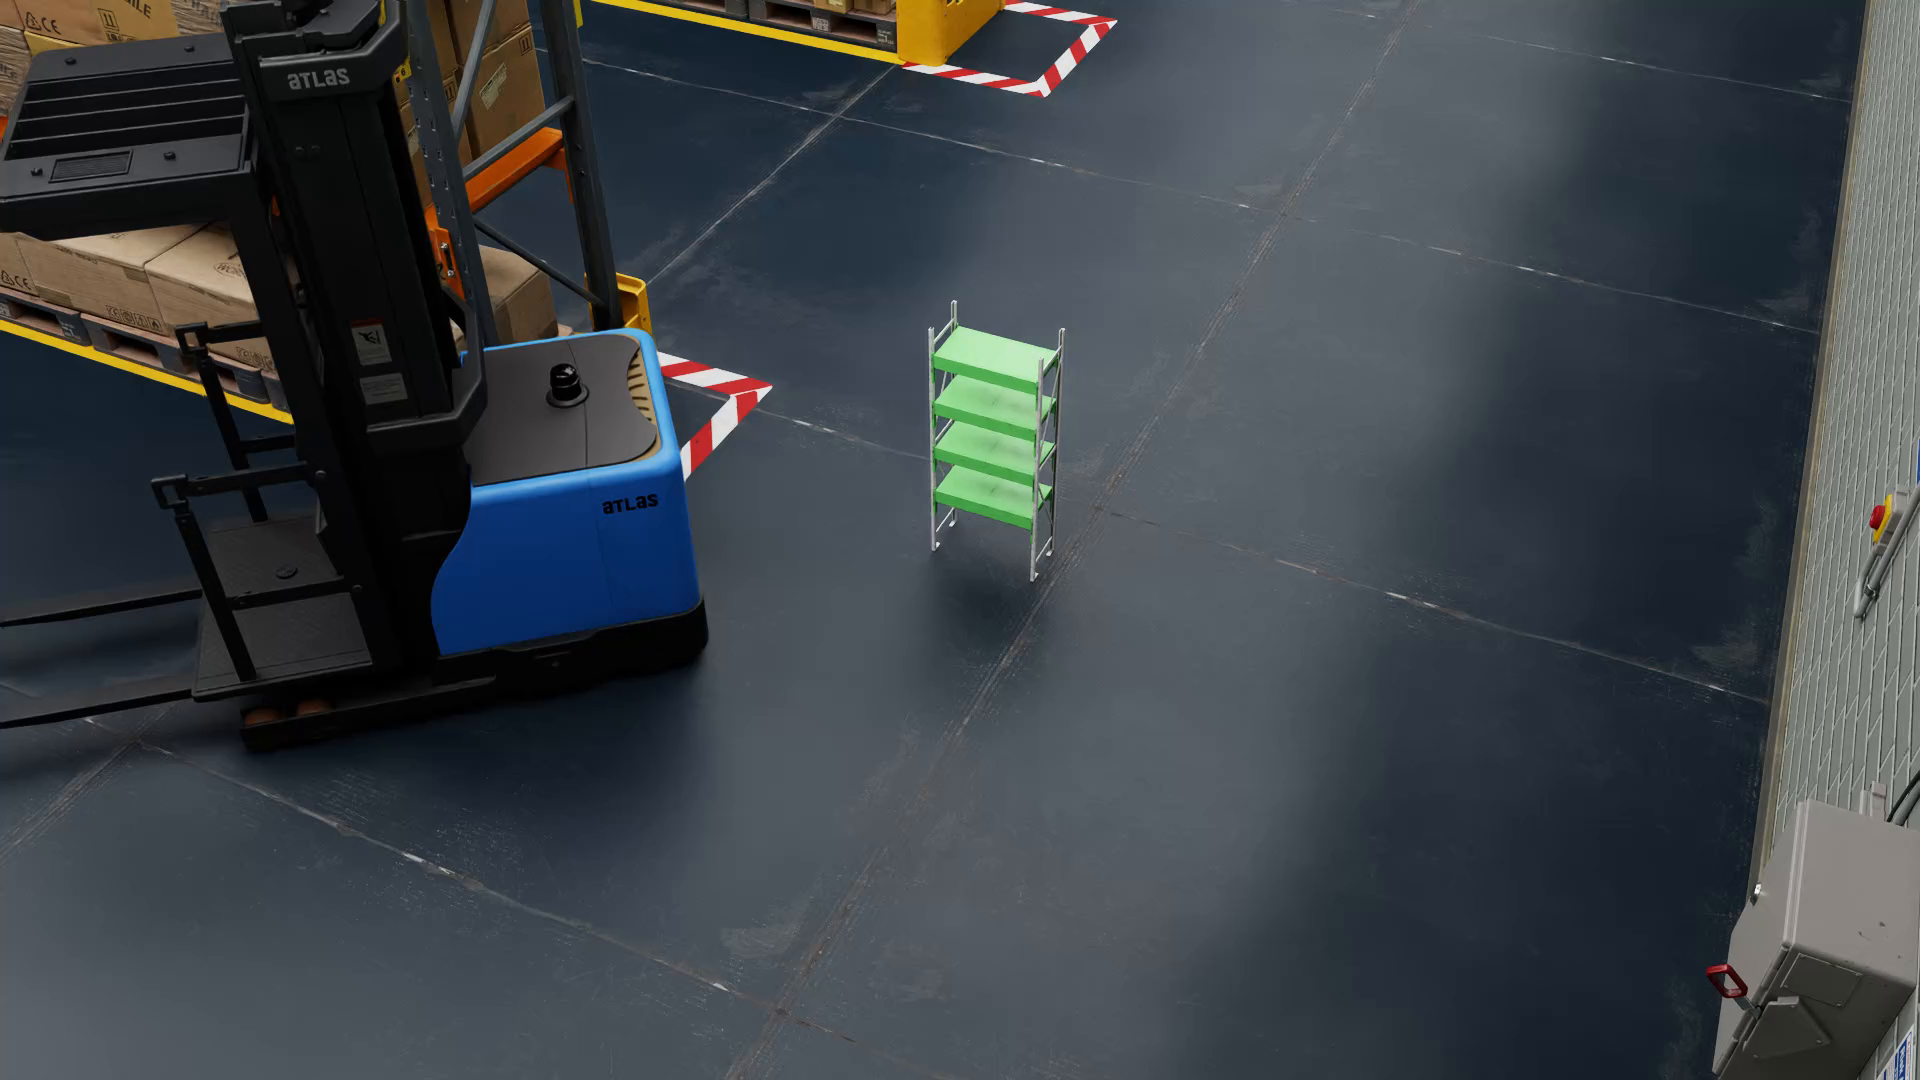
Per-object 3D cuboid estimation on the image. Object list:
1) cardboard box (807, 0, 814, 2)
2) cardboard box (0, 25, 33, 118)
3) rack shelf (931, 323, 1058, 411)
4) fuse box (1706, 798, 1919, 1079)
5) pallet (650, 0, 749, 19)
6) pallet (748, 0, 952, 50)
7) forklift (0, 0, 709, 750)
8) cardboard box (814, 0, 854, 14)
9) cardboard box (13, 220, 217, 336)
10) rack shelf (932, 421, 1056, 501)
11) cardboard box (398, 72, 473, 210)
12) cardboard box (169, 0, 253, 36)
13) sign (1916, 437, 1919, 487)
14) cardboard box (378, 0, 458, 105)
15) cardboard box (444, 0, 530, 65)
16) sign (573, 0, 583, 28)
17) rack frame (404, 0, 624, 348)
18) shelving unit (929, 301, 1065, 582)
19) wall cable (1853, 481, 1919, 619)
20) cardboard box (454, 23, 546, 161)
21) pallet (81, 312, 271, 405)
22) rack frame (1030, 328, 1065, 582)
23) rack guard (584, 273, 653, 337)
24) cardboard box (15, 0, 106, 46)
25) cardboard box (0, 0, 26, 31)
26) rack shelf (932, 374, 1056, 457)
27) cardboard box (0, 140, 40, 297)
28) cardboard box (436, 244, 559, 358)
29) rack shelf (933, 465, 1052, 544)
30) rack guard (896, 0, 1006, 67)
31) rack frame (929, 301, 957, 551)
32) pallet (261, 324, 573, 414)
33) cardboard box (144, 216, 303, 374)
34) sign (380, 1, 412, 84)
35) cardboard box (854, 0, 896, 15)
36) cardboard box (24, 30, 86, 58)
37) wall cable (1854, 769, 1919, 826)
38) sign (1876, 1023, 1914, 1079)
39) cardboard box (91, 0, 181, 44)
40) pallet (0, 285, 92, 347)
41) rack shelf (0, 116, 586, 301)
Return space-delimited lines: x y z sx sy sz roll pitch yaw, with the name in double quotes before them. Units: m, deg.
"cardboard box" -1.025 -3.965 11.775 0.250 0.149 0.380 17 44 18
"cardboard box" -4.390 -2.337 7.964 0.500 0.500 0.500 17 44 19
"rack shelf" 0.150 -0.722 6.916 0.480 0.148 0.258 17 44 19
"fuse box" 2.117 1.480 4.619 0.414 1.711 0.539 17 44 19
"pallet" -1.873 -4.279 12.409 1.213 0.211 1.003 17 44 19
"pallet" -0.771 -3.940 12.018 1.213 0.211 1.003 17 44 19
"forklift" -2.638 -0.657 6.154 3.031 2.935 1.130 -10 42 -11
"cardboard box" -0.822 -3.841 11.631 0.250 0.149 0.380 18 44 20
"cardboard box" -4.272 -1.574 8.795 0.875 0.438 0.875 16 43 17
"rack shelf" 0.150 -0.359 7.230 0.480 0.148 0.258 17 44 19
"cardboard box" -2.531 -1.775 7.315 0.500 0.500 0.500 17 44 19
"cardboard box" -3.006 -2.296 7.152 0.500 0.500 0.500 17 44 19
"sign" 3.213 -0.327 5.514 0.001 0.218 0.327 17 44 19
"cardboard box" -2.520 -2.168 7.006 0.500 0.500 0.500 18 44 20
"cardboard box" -2.297 -2.478 7.363 0.500 0.500 0.500 16 43 18
"sign" -1.742 -2.445 7.443 0.005 0.325 0.100 17 44 19
"rack frame" -1.982 -1.760 7.375 0.127 3.000 1.000 17 44 19
"shelving unit" 0.150 -0.408 7.188 0.503 1.200 0.258 17 44 19
"wall cable" 3.138 -0.609 5.246 0.123 1.953 0.585 17 44 19
"cardboard box" -2.296 -2.102 7.692 0.500 0.500 0.500 17 44 18
"pallet" -3.841 -1.220 8.881 1.213 0.211 1.003 17 44 19
"rack frame" 0.371 -0.340 7.110 0.015 1.200 0.240 17 44 19
"rack guard" -1.960 -0.809 8.186 0.348 0.500 1.175 17 44 19
"cardboard box" -3.907 -2.575 7.475 0.500 0.500 0.500 17 44 18
"cardboard box" -4.363 -2.716 7.637 0.500 0.500 0.500 18 44 19
"rack shelf" 0.150 -0.541 7.073 0.480 0.148 0.258 17 44 19
"cardboard box" -5.083 -1.821 9.080 0.875 0.438 0.875 16 44 18
"cardboard box" -2.623 -1.074 8.219 0.875 0.438 0.875 16 43 17
"rack shelf" 0.150 -0.178 7.387 0.480 0.148 0.258 17 44 19
"rack guard" -0.050 -3.803 11.640 0.348 0.500 1.175 17 44 19
"rack frame" -0.071 -0.475 7.266 0.015 1.200 0.240 17 44 19
"pallet" -2.740 -0.882 8.490 1.213 0.211 1.003 17 44 19
"cardboard box" -3.455 -1.323 8.505 0.875 0.438 0.875 18 44 20
"sign" -2.224 -1.969 6.551 0.005 0.325 0.100 17 44 19
"cardboard box" -0.546 -3.830 11.618 0.250 0.149 0.380 18 44 19
"cardboard box" -3.923 -2.195 7.799 0.500 0.500 0.500 18 44 20
"wall cable" 2.549 0.248 4.282 0.122 1.984 0.588 17 44 19
"sign" 2.096 1.380 3.824 0.001 0.494 0.329 17 44 19
"cardboard box" -3.453 -2.434 7.313 0.500 0.500 0.500 17 44 18
"pallet" -4.951 -1.557 9.270 1.213 0.211 1.003 17 44 19
"rack shelf" -3.795 -2.042 8.249 4.000 0.370 1.077 17 44 19
